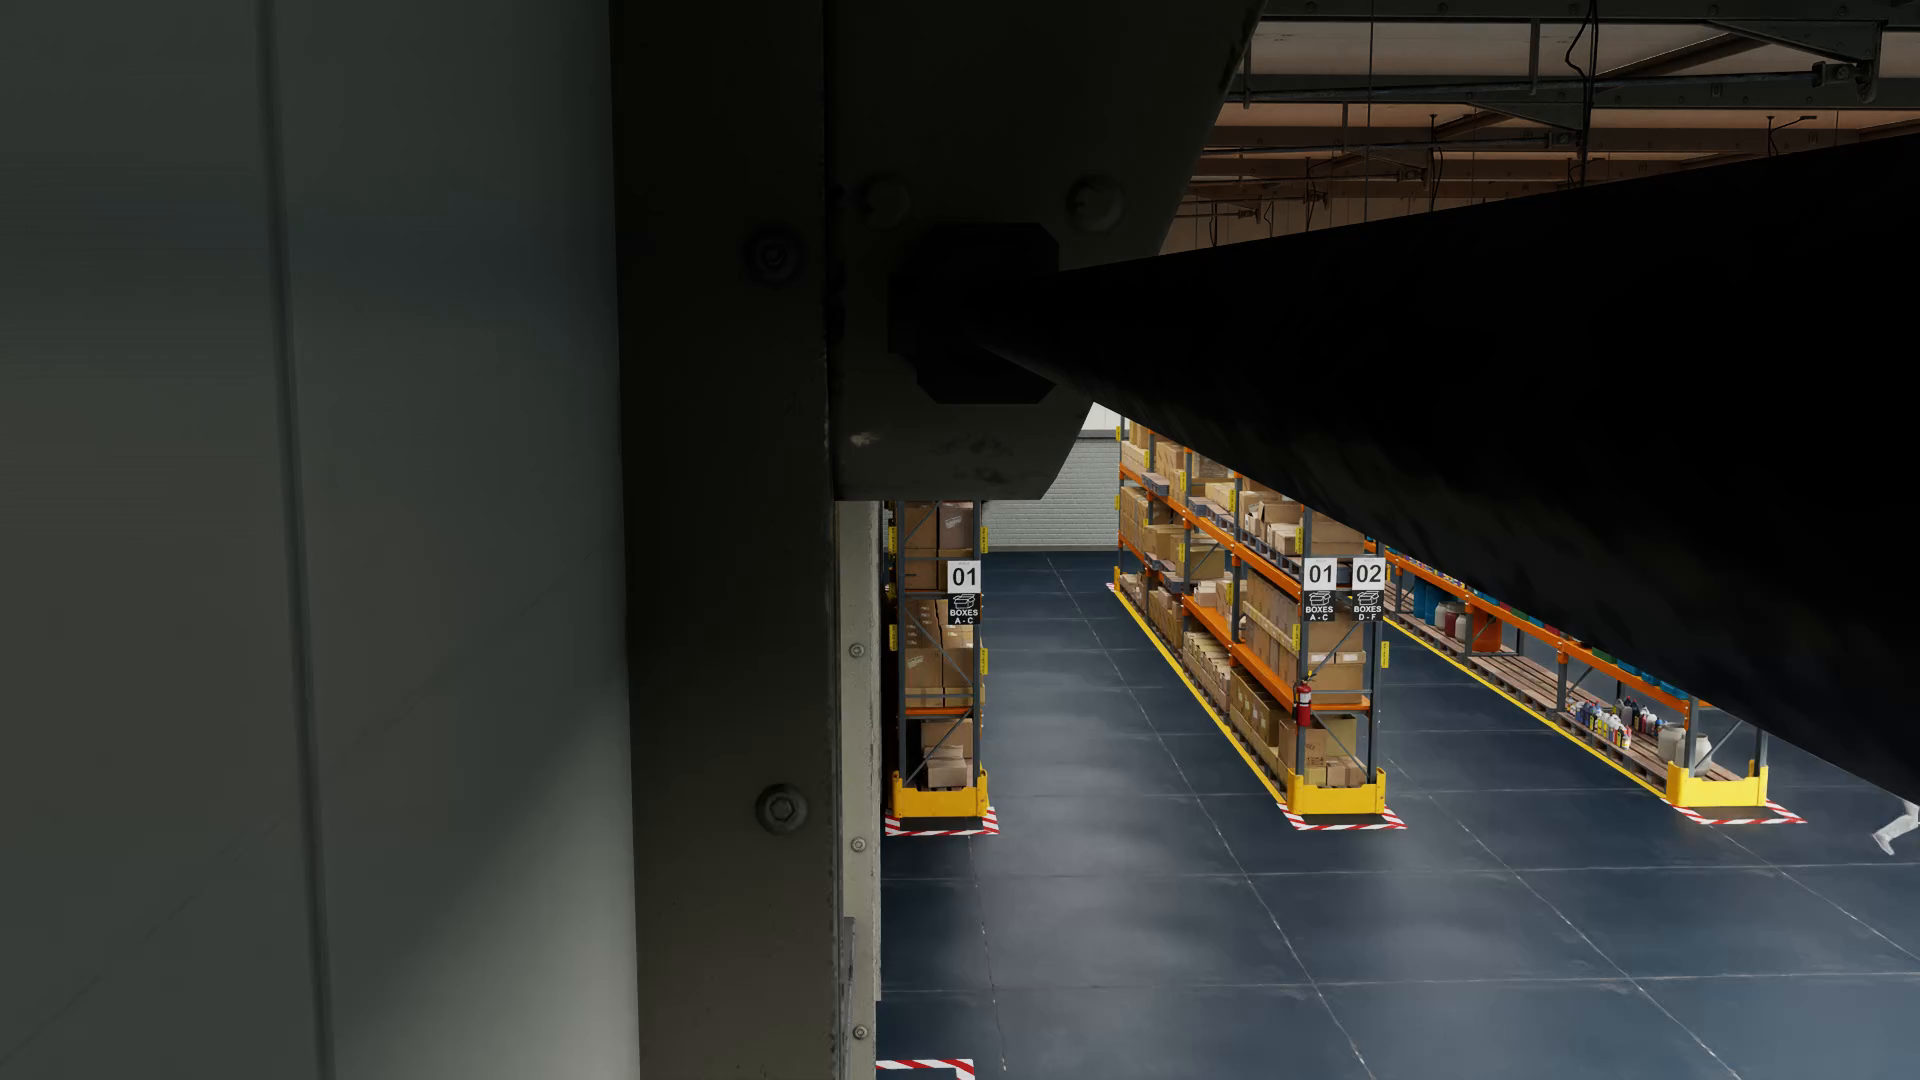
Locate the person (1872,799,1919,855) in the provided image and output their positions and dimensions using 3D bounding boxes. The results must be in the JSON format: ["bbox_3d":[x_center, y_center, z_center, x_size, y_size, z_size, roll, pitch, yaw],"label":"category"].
[{"bbox_3d":[10.944,2.830,19.007,0.700,1.670,0.851,8,11,42],"label":"person"}]
